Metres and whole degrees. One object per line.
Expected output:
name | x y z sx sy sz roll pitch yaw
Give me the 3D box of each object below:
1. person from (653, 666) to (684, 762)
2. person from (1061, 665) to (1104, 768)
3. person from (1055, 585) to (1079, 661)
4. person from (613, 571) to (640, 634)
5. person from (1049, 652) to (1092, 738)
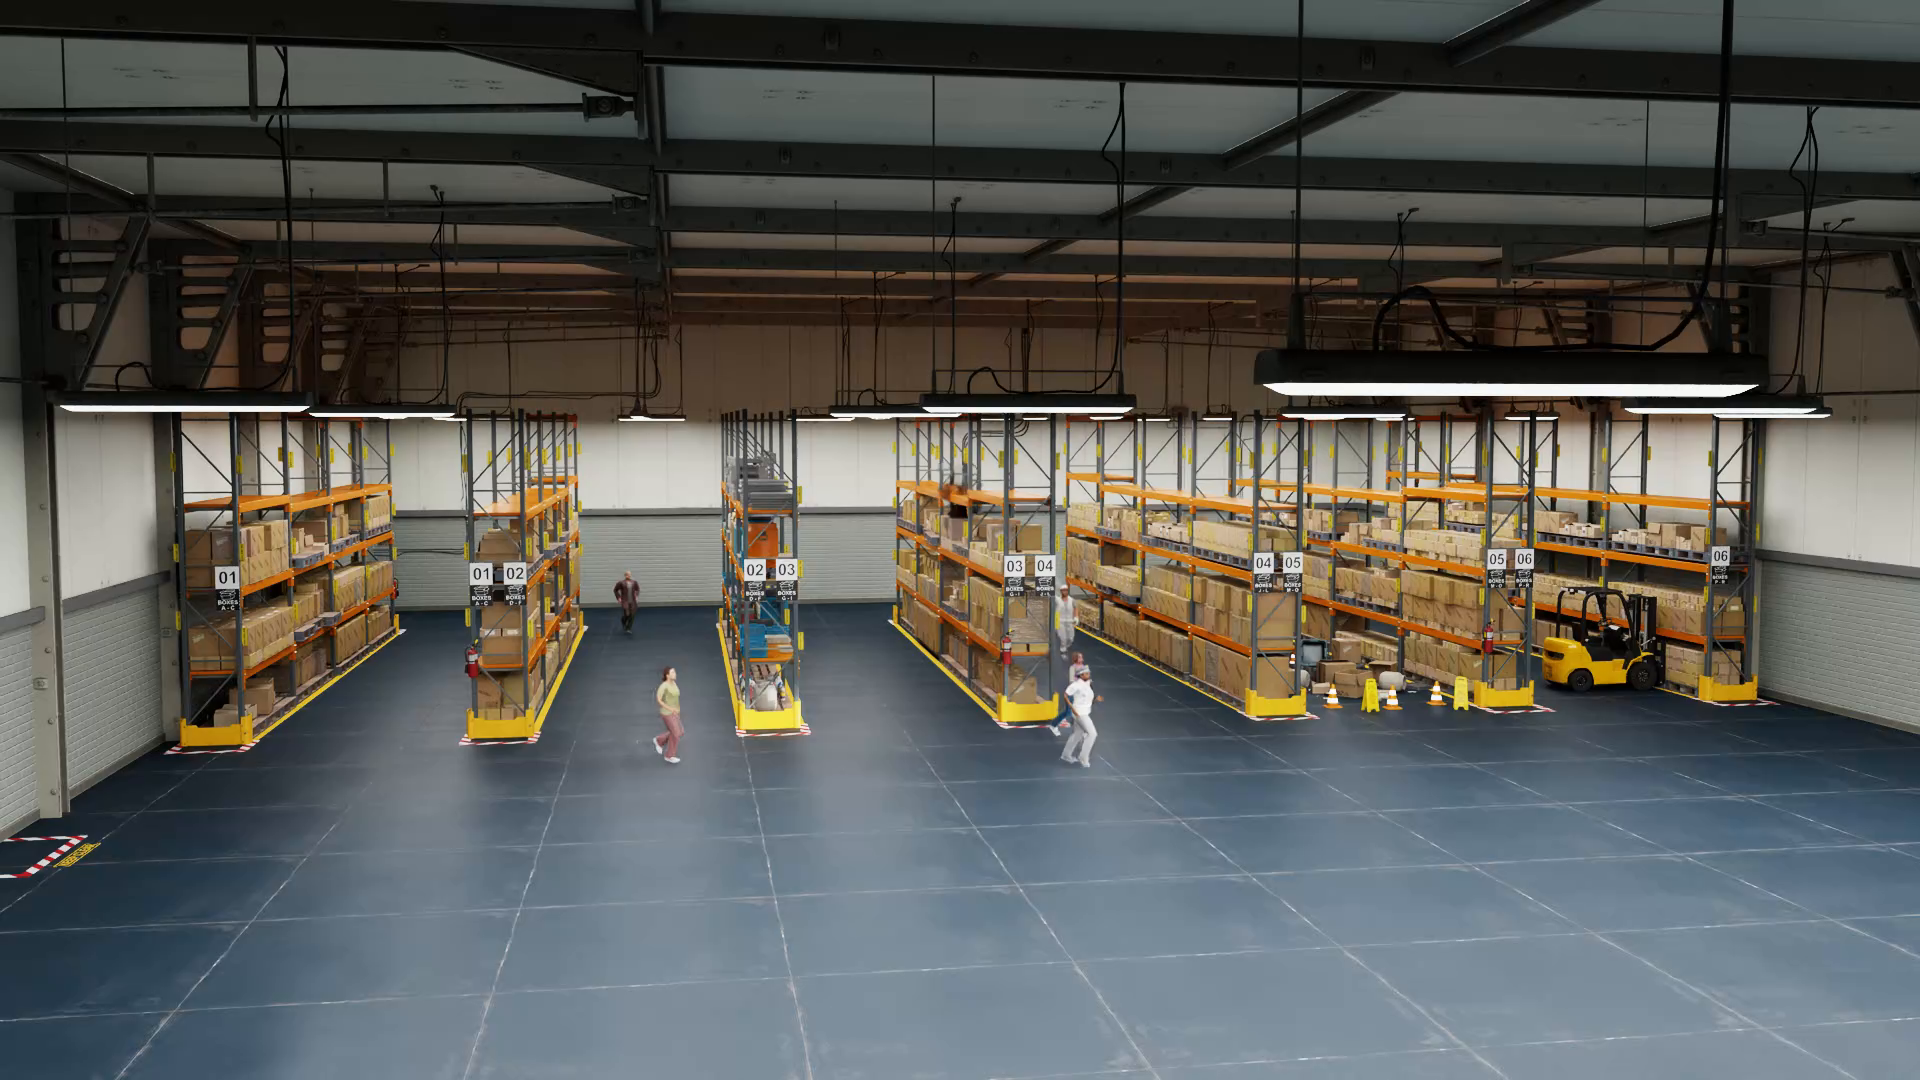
person | -4.988 2.945 28.231 0.573 1.629 0.609 1 4 17
person | 2.054 2.956 27.875 0.717 1.749 0.545 2 4 21
person | 2.389 1.897 38.152 0.702 1.755 0.566 -1 4 -13
person | -9.021 1.702 45.273 0.702 1.729 0.603 -2 5 -29
person | 2.051 2.833 30.169 0.851 1.600 0.549 3 5 37
